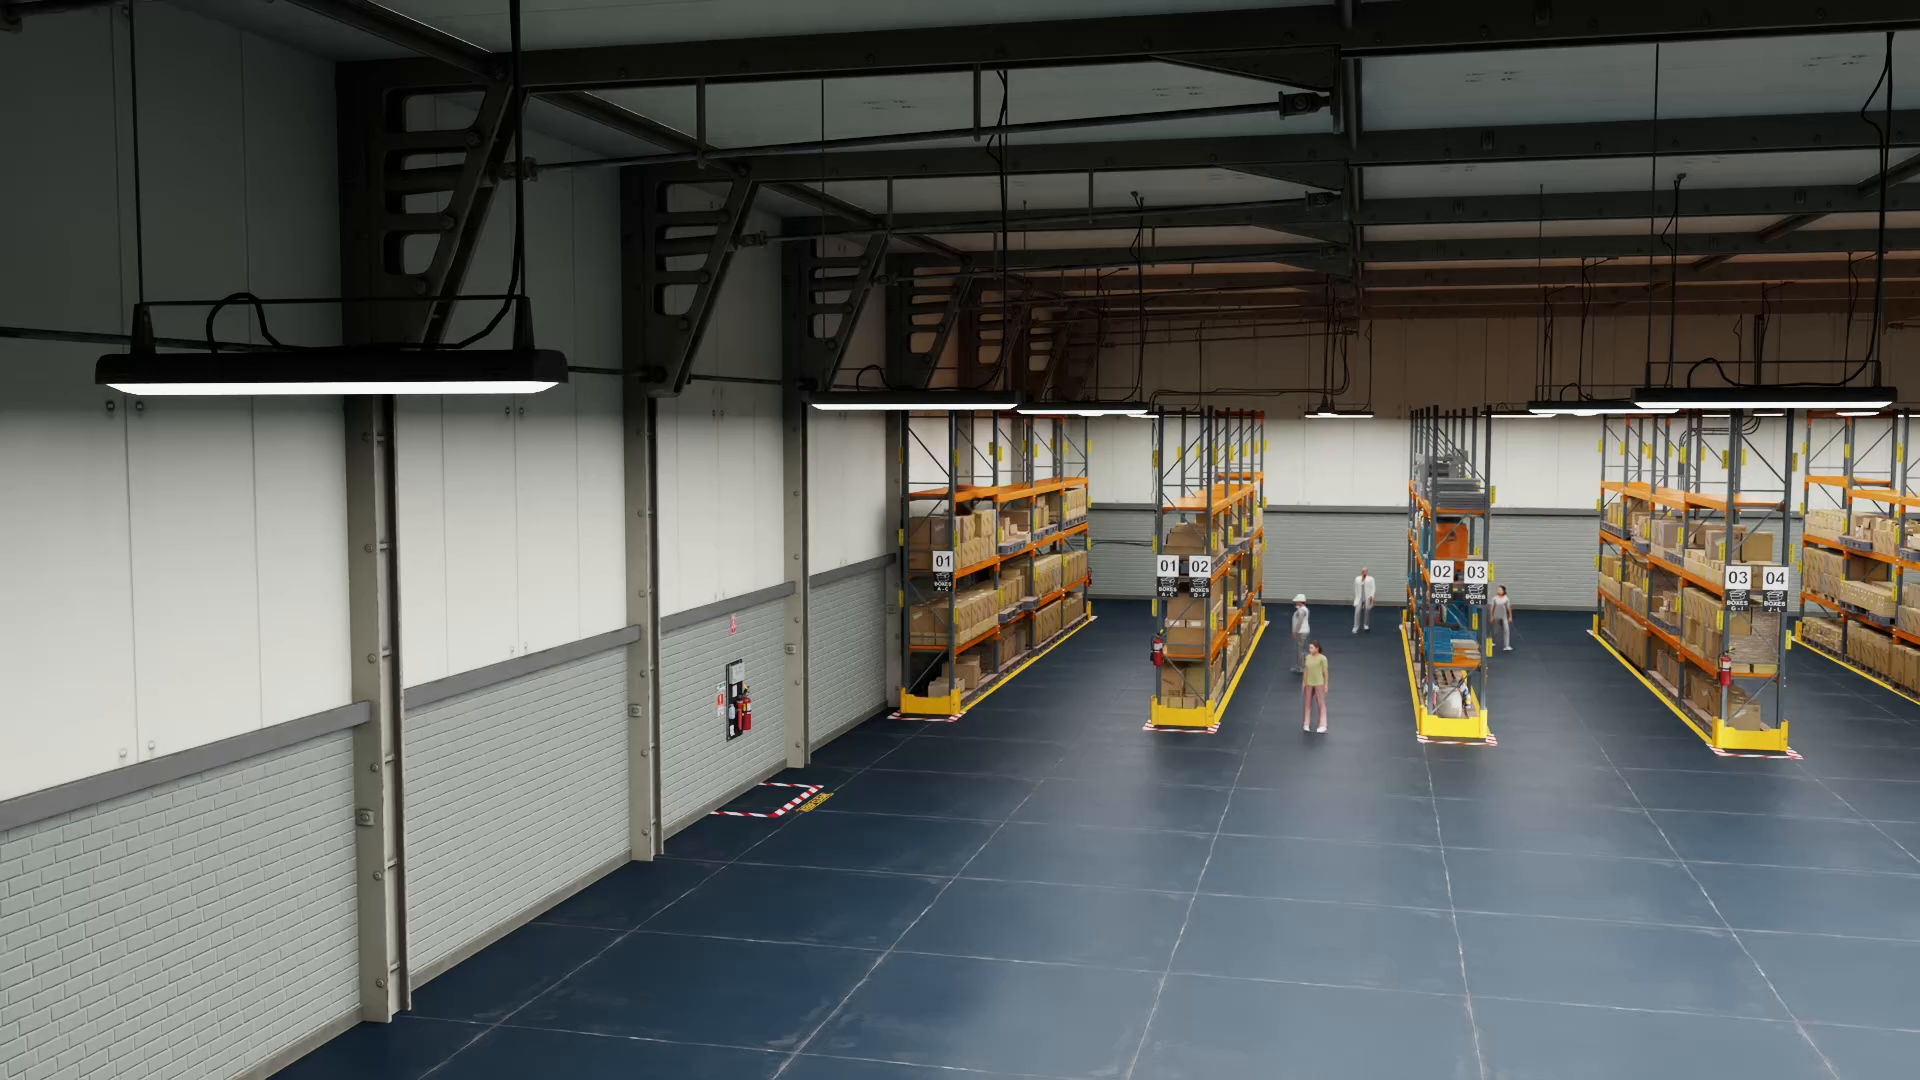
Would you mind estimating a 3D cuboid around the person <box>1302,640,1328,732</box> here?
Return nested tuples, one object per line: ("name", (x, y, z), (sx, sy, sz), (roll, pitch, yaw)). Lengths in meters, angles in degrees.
("person", (6.523, 2.679, 30.656), (0.487, 1.679, 0.394), (3, 5, 37))

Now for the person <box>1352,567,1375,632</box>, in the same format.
("person", (10.955, 1.599, 45.048), (0.578, 1.728, 1.060), (2, 4, 21))

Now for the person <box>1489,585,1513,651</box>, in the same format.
("person", (13.523, 1.942, 41.543), (0.570, 1.623, 1.013), (0, 4, -4))

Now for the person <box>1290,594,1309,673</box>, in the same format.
("person", (7.712, 2.118, 37.782), (0.402, 1.784, 0.544), (1, 4, 19))
